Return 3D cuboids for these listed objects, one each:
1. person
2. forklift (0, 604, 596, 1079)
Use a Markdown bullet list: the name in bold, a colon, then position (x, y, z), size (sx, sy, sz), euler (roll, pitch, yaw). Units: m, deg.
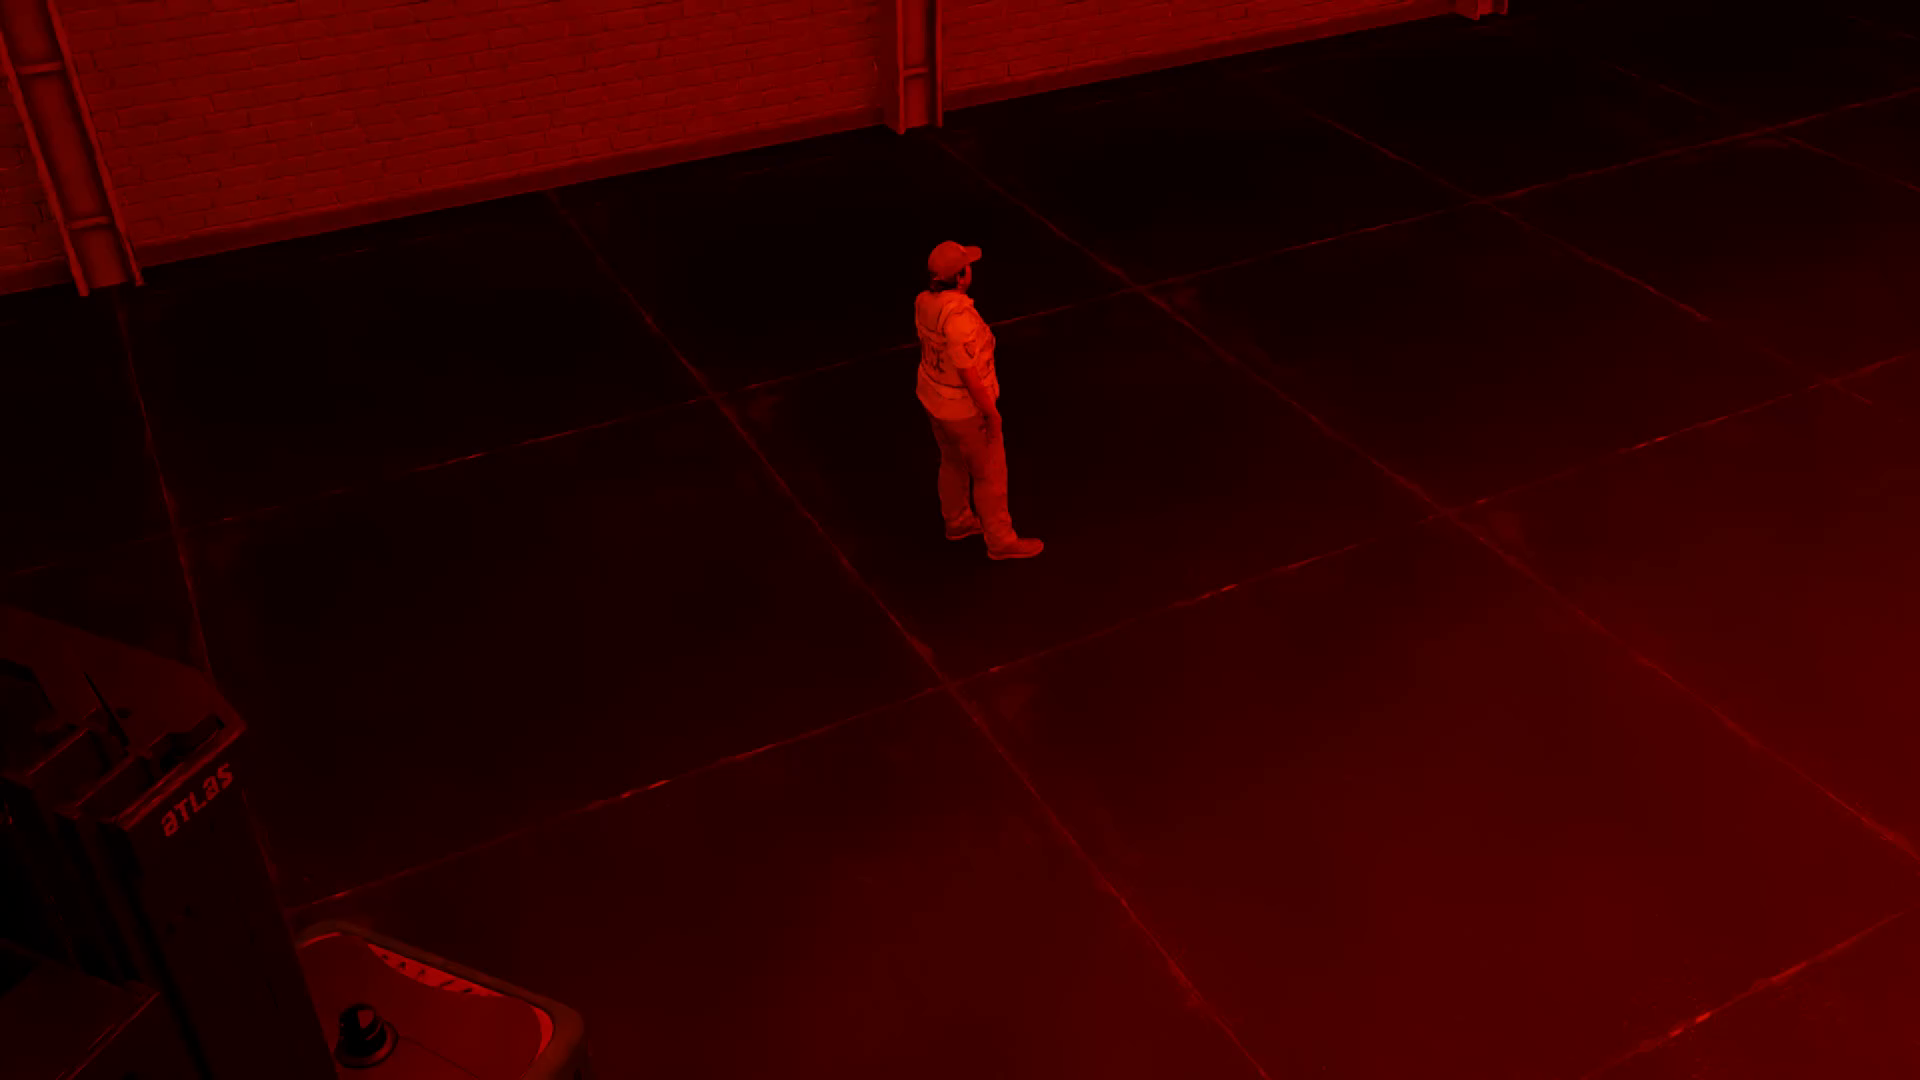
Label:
- **person**: position (0.079, -0.696, 8.190), size (0.527, 1.669, 0.598), euler (-17, 39, -23)
- **forklift**: position (-2.130, 1.728, 3.678), size (1.130, 2.935, 3.031), euler (14, 38, 19)
